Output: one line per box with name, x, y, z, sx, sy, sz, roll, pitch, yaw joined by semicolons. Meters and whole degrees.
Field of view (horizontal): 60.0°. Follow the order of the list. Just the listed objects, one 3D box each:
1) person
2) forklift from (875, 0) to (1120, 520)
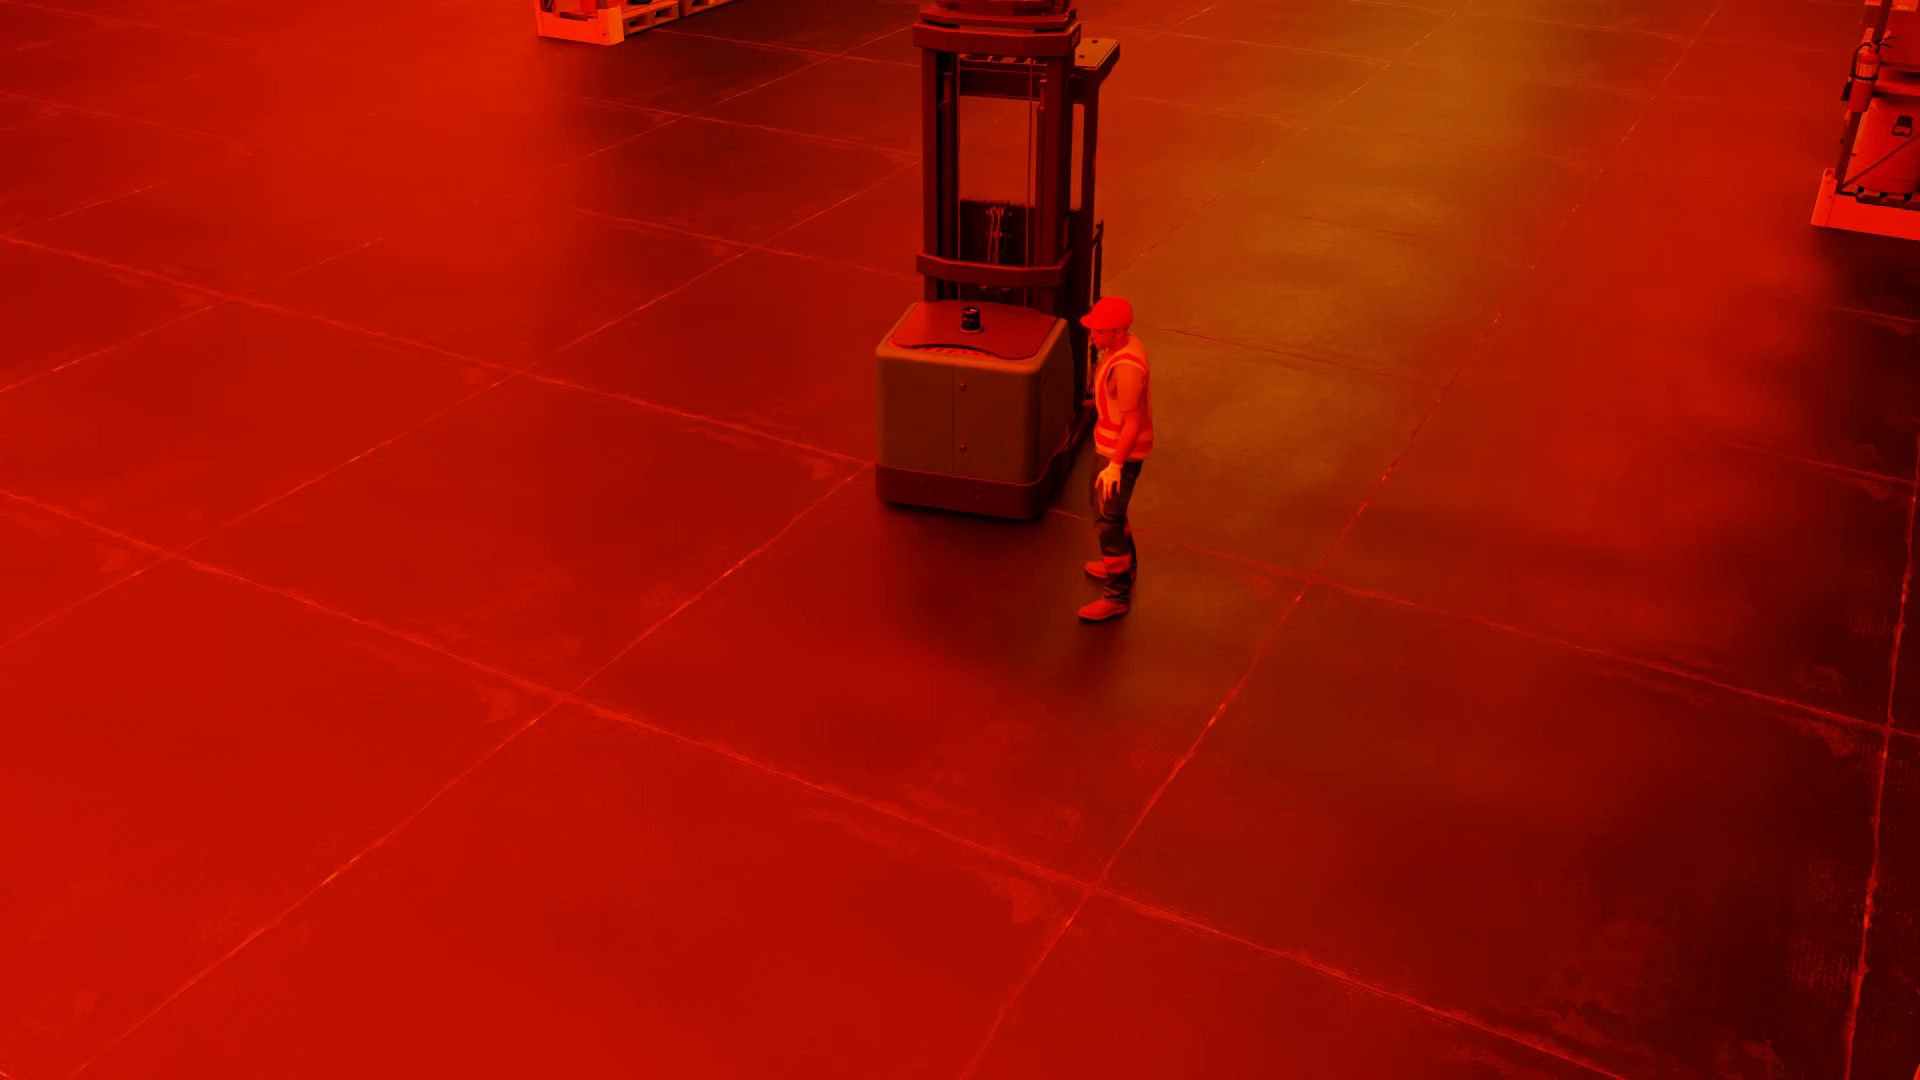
person;0.840;-0.503;9.118;0.413;1.757;0.805;-1;30;-1
forklift;0.370;-2.116;10.737;1.130;2.935;3.031;8;31;14
